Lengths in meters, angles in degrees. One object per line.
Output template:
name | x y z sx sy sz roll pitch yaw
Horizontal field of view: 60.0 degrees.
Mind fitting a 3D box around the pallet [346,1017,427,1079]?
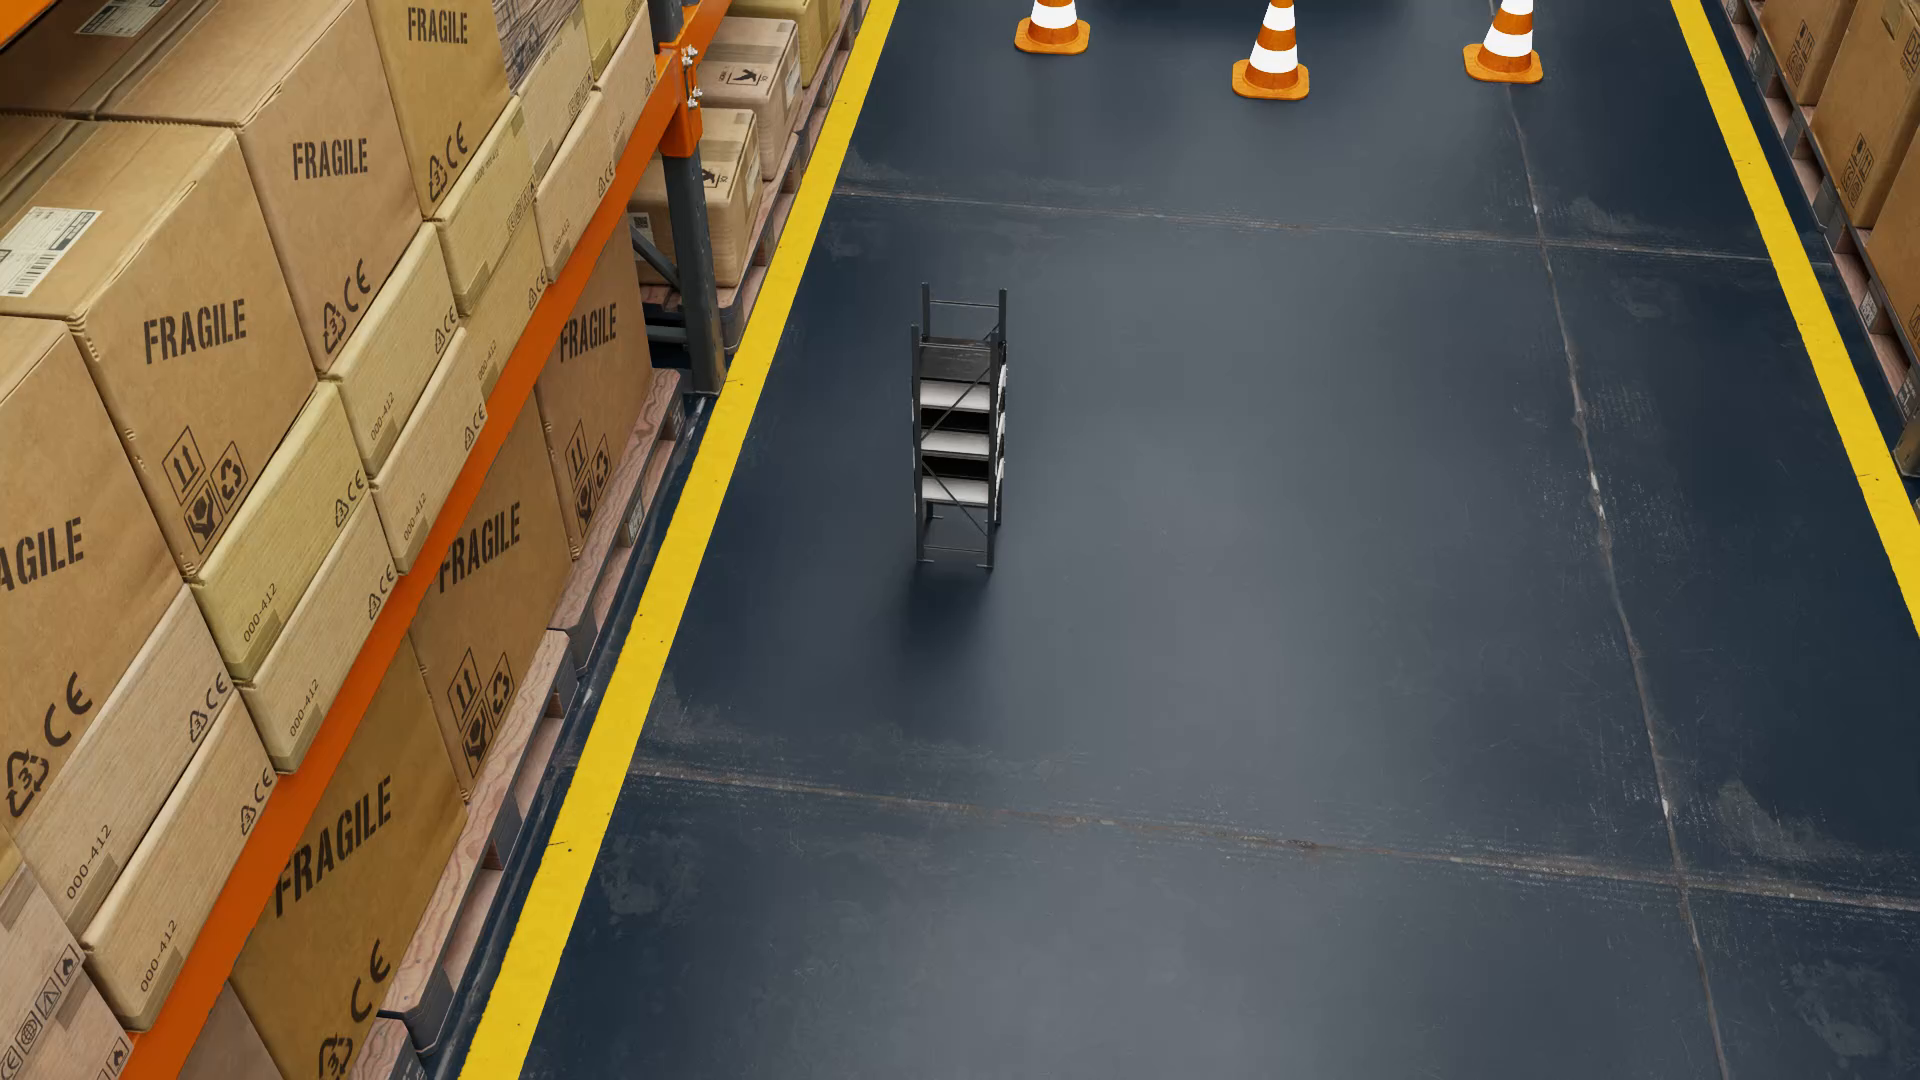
pallet | -1.825 1.536 3.474 1.003 0.211 1.213 5 44 6

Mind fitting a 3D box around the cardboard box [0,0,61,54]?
cardboard box | -1.841 -0.722 3.030 0.500 0.500 0.500 6 44 6

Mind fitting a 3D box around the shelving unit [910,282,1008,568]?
shelving unit | -0.001 -0.321 4.935 0.258 0.900 0.210 5 44 6

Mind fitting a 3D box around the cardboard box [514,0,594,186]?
cardboard box | -1.199 -1.094 3.969 0.500 0.250 0.500 4 44 4

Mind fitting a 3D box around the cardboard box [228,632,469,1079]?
cardboard box | -1.738 0.629 3.644 0.875 0.875 0.875 6 44 7

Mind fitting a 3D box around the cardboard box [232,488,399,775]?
cardboard box | -1.382 0.134 3.036 0.500 0.250 0.500 5 44 5

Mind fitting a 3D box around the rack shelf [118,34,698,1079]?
rack shelf | -1.588 -0.046 3.640 1.077 0.370 4.000 5 44 6

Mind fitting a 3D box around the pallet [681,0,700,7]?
pallet | -1.335 -2.095 5.421 1.213 0.211 1.003 5 44 6

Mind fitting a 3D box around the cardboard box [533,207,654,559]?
cardboard box | -1.497 -0.588 4.929 0.875 0.875 0.875 5 44 5

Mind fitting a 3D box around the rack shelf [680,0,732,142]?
rack shelf | -1.059 -2.772 6.519 1.077 0.370 4.000 5 44 6

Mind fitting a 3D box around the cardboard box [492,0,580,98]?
cardboard box | -1.192 -1.343 3.686 0.500 0.500 0.500 6 44 6

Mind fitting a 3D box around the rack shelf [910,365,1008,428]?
rack shelf | -0.001 -0.428 4.834 0.258 0.077 0.200 5 44 6

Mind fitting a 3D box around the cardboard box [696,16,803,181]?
cardboard box | -1.149 -1.756 6.529 0.950 0.372 0.625 4 44 5

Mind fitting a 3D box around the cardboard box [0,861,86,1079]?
cardboard box | -1.514 0.655 2.122 0.500 0.250 0.500 4 44 4

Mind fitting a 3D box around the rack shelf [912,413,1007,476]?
rack shelf | -0.001 -0.297 4.958 0.258 0.077 0.200 5 44 6

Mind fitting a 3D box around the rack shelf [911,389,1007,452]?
rack shelf | -0.001 -0.362 4.896 0.258 0.077 0.200 5 44 6

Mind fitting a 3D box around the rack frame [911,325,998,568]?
rack frame | -0.015 -0.252 4.862 0.240 0.900 0.006 5 44 6

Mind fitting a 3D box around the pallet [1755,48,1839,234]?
pallet | 3.939 -1.636 6.824 1.003 0.211 1.213 5 44 6

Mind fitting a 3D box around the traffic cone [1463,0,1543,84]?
traffic cone | 2.452 -2.317 7.360 0.336 0.463 0.334 5 44 6

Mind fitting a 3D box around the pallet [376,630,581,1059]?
pallet | -1.666 0.702 4.355 1.003 0.211 1.213 5 44 6

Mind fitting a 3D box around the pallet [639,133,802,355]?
pallet | -1.218 -1.190 6.353 1.003 0.211 1.213 5 44 6

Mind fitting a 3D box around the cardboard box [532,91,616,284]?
cardboard box | -1.185 -0.897 4.125 0.500 0.250 0.500 6 44 6

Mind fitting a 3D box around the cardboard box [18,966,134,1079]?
cardboard box | -1.532 0.835 2.296 0.500 0.250 0.500 4 44 5

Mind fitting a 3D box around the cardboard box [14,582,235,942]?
cardboard box | -1.473 0.297 2.500 0.500 0.250 0.500 6 44 6

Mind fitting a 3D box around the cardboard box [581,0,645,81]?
cardboard box | -1.135 -1.444 4.338 0.500 0.250 0.500 5 44 5

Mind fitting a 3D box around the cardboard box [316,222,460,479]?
cardboard box | -1.315 -0.389 3.225 0.500 0.250 0.500 4 44 4

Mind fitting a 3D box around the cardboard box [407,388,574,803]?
cardboard box | -1.619 0.020 4.287 0.875 0.875 0.875 6 44 6

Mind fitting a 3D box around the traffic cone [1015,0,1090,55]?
traffic cone | 0.429 -2.502 7.556 0.336 0.463 0.334 5 44 6

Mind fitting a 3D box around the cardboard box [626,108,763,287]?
cardboard box | -1.239 -1.252 5.997 0.950 0.372 0.625 3 43 3

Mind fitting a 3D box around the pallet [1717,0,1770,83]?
pallet | 4.098 -2.469 7.705 1.003 0.211 1.213 5 44 6

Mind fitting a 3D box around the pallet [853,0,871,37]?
pallet | -0.896 -2.853 8.109 1.003 0.211 1.213 5 44 6

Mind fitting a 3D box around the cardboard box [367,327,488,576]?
cardboard box | -1.306 -0.206 3.395 0.500 0.250 0.500 5 44 5

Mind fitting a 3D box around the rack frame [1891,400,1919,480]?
rack frame | 3.597 -1.289 4.429 1.000 3.000 0.127 5 44 6

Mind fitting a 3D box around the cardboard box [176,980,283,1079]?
cardboard box | -1.849 1.246 2.993 0.875 0.875 0.875 6 44 7

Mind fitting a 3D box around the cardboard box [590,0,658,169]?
cardboard box | -1.133 -1.247 4.494 0.500 0.250 0.500 4 44 4

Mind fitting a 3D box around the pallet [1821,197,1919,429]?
pallet | 3.776 -0.807 5.948 1.003 0.211 1.213 5 44 6

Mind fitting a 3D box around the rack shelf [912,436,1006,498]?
rack shelf | -0.001 -0.232 5.020 0.258 0.077 0.200 5 44 6

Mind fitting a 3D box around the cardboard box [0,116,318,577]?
cardboard box | -1.400 -0.308 2.593 0.500 0.500 0.500 4 44 4

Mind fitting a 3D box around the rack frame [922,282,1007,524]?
rack frame | 0.012 -0.391 5.008 0.240 0.900 0.006 5 44 6

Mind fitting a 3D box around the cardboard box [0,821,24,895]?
cardboard box | -1.509 0.383 1.864 0.500 0.500 0.500 6 44 6

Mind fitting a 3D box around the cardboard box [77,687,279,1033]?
cardboard box | -1.465 0.482 2.668 0.500 0.250 0.500 4 44 4

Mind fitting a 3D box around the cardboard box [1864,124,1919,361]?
cardboard box | 3.766 -1.031 5.488 1.050 0.750 0.750 5 44 5

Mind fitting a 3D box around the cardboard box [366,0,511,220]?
cardboard box | -1.264 -1.005 3.330 0.500 0.500 0.500 5 44 6

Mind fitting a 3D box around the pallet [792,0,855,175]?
pallet | -1.055 -2.019 7.228 1.003 0.211 1.213 5 44 6

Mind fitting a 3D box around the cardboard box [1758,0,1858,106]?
cardboard box | 4.001 -2.262 6.788 1.050 0.750 0.750 5 44 6

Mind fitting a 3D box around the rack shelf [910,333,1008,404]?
rack shelf | -0.001 -0.493 4.772 0.258 0.077 0.200 5 44 6

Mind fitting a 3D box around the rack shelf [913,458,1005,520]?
rack shelf | -0.001 -0.166 5.081 0.258 0.077 0.200 5 44 6

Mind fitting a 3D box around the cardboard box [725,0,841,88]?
cardboard box | -1.043 -2.272 7.074 0.950 0.372 0.625 7 44 7

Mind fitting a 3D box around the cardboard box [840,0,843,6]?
cardboard box | -0.953 -2.746 7.574 0.950 0.372 0.625 8 44 8

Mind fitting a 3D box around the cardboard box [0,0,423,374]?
cardboard box | -1.338 -0.661 2.966 0.500 0.500 0.500 5 44 5

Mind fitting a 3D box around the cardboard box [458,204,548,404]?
cardboard box | -1.267 -0.556 3.764 0.500 0.250 0.500 5 44 5

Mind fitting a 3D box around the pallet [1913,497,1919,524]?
pallet | 3.492 0.256 4.826 1.003 0.211 1.213 5 44 6

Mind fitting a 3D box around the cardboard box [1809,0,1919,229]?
cardboard box | 3.879 -1.627 6.118 1.050 0.750 0.750 6 44 6

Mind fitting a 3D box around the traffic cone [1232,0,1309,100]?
traffic cone | 1.382 -2.214 7.251 0.336 0.463 0.334 5 44 6

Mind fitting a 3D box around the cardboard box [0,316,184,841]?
cardboard box | -1.469 0.034 2.233 0.500 0.500 0.500 5 44 5

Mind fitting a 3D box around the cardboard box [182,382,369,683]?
cardboard box | -1.380 -0.044 2.861 0.500 0.250 0.500 6 44 6

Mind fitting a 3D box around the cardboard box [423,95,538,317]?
cardboard box | -1.247 -0.743 3.599 0.500 0.250 0.500 4 44 4

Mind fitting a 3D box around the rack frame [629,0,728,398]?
rack frame | -1.323 -1.670 4.832 1.000 3.000 0.127 5 44 6

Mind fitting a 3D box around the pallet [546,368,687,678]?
pallet | -1.502 -0.127 5.230 1.003 0.211 1.213 5 44 6
